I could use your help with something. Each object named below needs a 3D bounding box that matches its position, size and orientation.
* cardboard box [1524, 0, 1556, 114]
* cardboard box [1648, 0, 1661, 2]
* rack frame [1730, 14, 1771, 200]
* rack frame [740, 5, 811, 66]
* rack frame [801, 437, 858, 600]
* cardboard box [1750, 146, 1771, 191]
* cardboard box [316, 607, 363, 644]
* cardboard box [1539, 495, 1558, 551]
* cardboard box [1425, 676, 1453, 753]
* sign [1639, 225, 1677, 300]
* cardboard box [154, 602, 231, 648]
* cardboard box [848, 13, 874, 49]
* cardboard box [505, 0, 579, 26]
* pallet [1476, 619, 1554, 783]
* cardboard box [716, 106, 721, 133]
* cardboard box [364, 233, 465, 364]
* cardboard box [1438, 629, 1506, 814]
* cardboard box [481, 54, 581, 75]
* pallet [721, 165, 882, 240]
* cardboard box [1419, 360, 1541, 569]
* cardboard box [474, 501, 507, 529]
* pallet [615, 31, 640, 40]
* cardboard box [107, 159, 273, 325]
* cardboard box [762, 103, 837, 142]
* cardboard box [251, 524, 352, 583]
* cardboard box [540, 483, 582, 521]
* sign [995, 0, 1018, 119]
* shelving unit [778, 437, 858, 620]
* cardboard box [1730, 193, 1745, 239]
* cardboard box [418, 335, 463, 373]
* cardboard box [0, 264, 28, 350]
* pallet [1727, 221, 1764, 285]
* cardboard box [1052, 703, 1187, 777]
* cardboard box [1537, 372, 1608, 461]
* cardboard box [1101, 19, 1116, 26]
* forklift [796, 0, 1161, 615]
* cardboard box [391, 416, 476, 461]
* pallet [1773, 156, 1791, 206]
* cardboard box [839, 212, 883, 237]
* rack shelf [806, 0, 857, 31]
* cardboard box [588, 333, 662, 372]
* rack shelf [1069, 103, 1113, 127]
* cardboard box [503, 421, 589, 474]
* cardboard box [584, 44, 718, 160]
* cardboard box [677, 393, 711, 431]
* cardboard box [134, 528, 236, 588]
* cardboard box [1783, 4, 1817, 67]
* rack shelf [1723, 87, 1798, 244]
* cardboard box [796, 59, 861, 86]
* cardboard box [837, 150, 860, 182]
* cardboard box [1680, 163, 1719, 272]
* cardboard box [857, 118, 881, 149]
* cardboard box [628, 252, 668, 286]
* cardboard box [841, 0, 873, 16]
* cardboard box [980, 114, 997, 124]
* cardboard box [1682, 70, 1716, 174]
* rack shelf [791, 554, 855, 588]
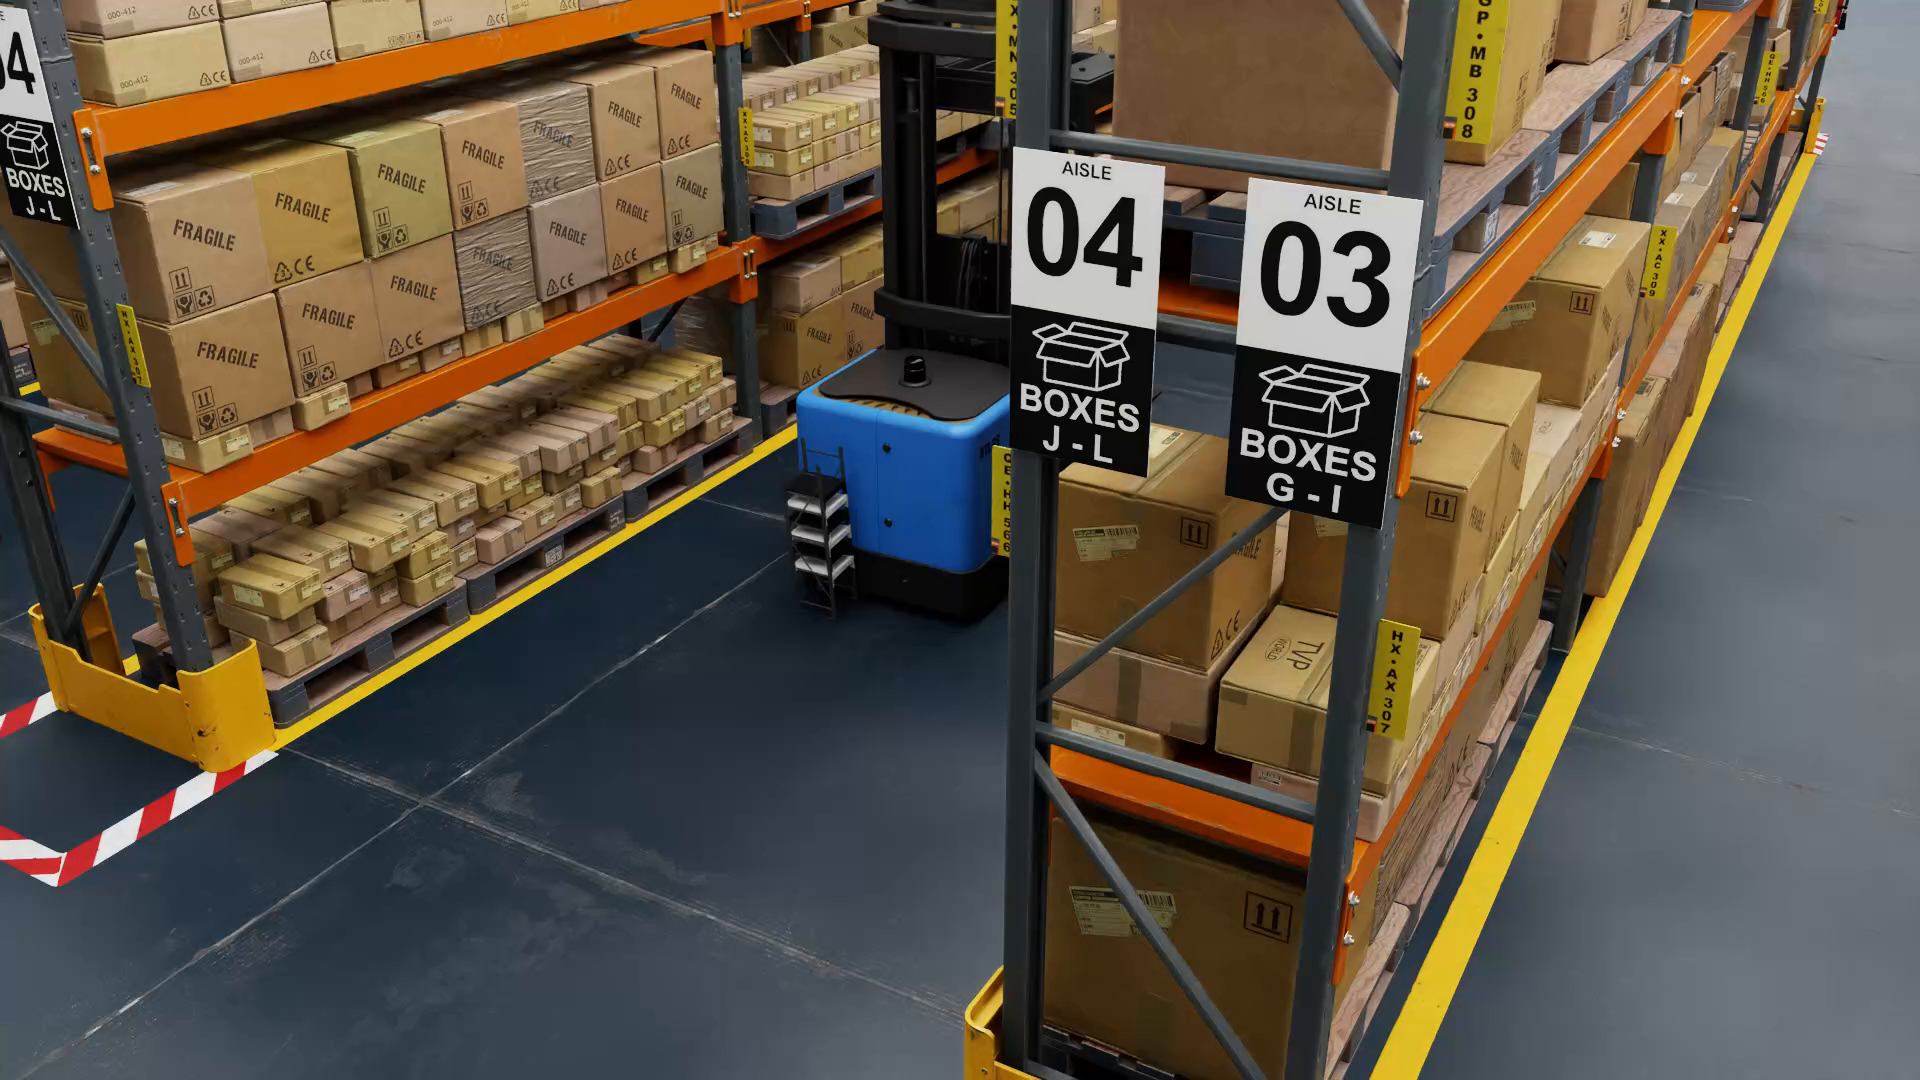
[{"bbox_3d":[1.400,-1.589,5.030,0.700,0.500,0.500,12,29,23],"label":"cardboard box"},{"bbox_3d":[2.842,-2.712,7.385,0.700,0.500,0.500,15,30,27],"label":"cardboard box"},{"bbox_3d":[4.533,-2.469,10.831,1.000,3.000,0.127,14,30,26],"label":"rack frame"},{"bbox_3d":[-2.127,-6.210,18.305,1.000,3.000,0.127,14,30,26],"label":"rack frame"},{"bbox_3d":[-0.658,-0.098,8.396,0.240,0.900,0.006,14,36,25],"label":"rack frame"},{"bbox_3d":[7.007,-3.470,15.154,0.500,0.500,0.500,-22,34,-37],"label":"cardboard box"},{"bbox_3d":[-3.077,0.351,7.914,0.380,0.149,0.250,14,30,26],"label":"cardboard box"},{"bbox_3d":[2.068,-0.106,6.391,0.380,0.149,0.250,14,30,25],"label":"cardboard box"},{"bbox_3d":[1.310,0.495,5.190,0.380,0.149,0.250,13,30,25],"label":"cardboard box"},{"bbox_3d":[3.049,-1.211,7.262,0.100,0.325,0.005,14,30,26],"label":"sign"},{"bbox_3d":[-3.594,0.353,7.909,0.380,0.149,0.250,15,30,27],"label":"cardboard box"},{"bbox_3d":[-1.349,-5.885,19.421,0.500,0.500,0.500,16,31,28],"label":"cardboard box"},{"bbox_3d":[-2.215,-2.675,8.059,0.500,0.250,0.500,14,30,25],"label":"cardboard box"},{"bbox_3d":[2.123,0.616,7.784,1.003,0.211,1.213,14,30,26],"label":"pallet"},{"bbox_3d":[-1.676,-2.583,10.205,0.380,0.149,0.250,16,31,28],"label":"cardboard box"},{"bbox_3d":[-2.717,-1.177,7.806,0.500,0.500,0.500,15,30,27],"label":"cardboard box"},{"bbox_3d":[1.728,0.443,6.919,0.875,0.875,0.875,14,30,26],"label":"cardboard box"},{"bbox_3d":[-2.379,-2.339,9.010,0.500,0.500,0.500,13,29,25],"label":"cardboard box"},{"bbox_3d":[-1.201,-2.222,10.551,1.003,0.211,1.213,14,30,26],"label":"pallet"},{"bbox_3d":[1.564,-0.278,5.452,0.500,0.500,0.500,13,30,25],"label":"cardboard box"},{"bbox_3d":[-2.597,-0.201,8.683,0.380,0.149,0.250,16,31,29],"label":"cardboard box"},{"bbox_3d":[-3.837,-4.867,15.835,1.213,0.211,1.003,14,30,26],"label":"pallet"},{"bbox_3d":[-3.219,-1.224,6.783,0.500,0.500,0.500,14,30,26],"label":"cardboard box"},{"bbox_3d":[-0.978,-2.545,10.131,0.380,0.149,0.250,15,30,27],"label":"cardboard box"},{"bbox_3d":[-3.087,0.075,7.800,0.380,0.149,0.250,15,30,27],"label":"cardboard box"},{"bbox_3d":[-2.296,-0.236,9.087,0.380,0.149,0.250,15,30,27],"label":"cardboard box"},{"bbox_3d":[0.132,-1.178,4.000,0.100,0.325,0.005,14,30,26],"label":"sign"},{"bbox_3d":[-0.706,-0.049,8.322,0.258,0.900,0.210,14,36,25],"label":"shelving unit"},{"bbox_3d":[6.180,-2.872,13.938,0.700,0.500,0.500,12,29,22],"label":"cardboard box"},{"bbox_3d":[-2.650,-0.947,8.072,0.380,0.149,0.250,14,30,25],"label":"cardboard box"},{"bbox_3d":[-6.905,-1.564,11.417,0.875,0.438,0.875,13,29,25],"label":"cardboard box"},{"bbox_3d":[6.119,-2.477,13.963,1.003,0.211,1.213,14,30,26],"label":"pallet"},{"bbox_3d":[0.486,0.550,5.081,0.380,0.149,0.250,15,30,27],"label":"cardboard box"},{"bbox_3d":[2.324,-0.544,6.821,0.500,0.250,0.500,15,30,28],"label":"cardboard box"},{"bbox_3d":[1.216,-4.156,14.090,0.500,0.500,0.500,14,30,26],"label":"cardboard box"},{"bbox_3d":[0.295,-1.560,9.092,1.130,2.935,3.031,13,30,25],"label":"forklift"},{"bbox_3d":[-2.844,-0.529,9.006,0.380,0.149,0.250,14,30,26],"label":"cardboard box"},{"bbox_3d":[7.399,-3.528,16.061,1.003,0.211,1.213,14,30,26],"label":"pallet"},{"bbox_3d":[-0.596,-2.083,11.545,0.500,0.250,0.500,15,30,28],"label":"cardboard box"},{"bbox_3d":[-1.144,-6.668,20.023,1.077,0.370,4.000,14,30,26],"label":"rack shelf"},{"bbox_3d":[-2.053,-1.132,10.211,0.380,0.149,0.250,16,31,28],"label":"cardboard box"},{"bbox_3d":[1.248,-4.058,14.810,1.077,0.370,4.000,14,30,26],"label":"rack shelf"},{"bbox_3d":[-2.230,-0.500,8.949,0.380,0.149,0.250,13,29,24],"label":"cardboard box"},{"bbox_3d":[-1.699,-2.424,9.180,0.500,0.500,0.500,13,29,24],"label":"cardboard box"},{"bbox_3d":[-1.704,-0.787,9.854,0.380,0.149,0.250,13,29,24],"label":"cardboard box"},{"bbox_3d":[-3.632,0.076,7.798,0.380,0.149,0.250,15,30,27],"label":"cardboard box"},{"bbox_3d":[6.776,-4.367,14.179,0.875,0.500,0.500,14,30,26],"label":"cardboard box"},{"bbox_3d":[5.517,-2.927,12.549,1.077,0.370,4.000,14,30,26],"label":"rack shelf"},{"bbox_3d":[-0.903,-3.196,11.430,0.380,0.149,0.250,14,30,25],"label":"cardboard box"},{"bbox_3d":[-0.852,-2.375,10.455,0.380,0.149,0.250,14,30,26],"label":"cardboard box"},{"bbox_3d":[4.003,-1.871,9.524,0.500,0.500,0.500,13,29,24],"label":"cardboard box"},{"bbox_3d":[-0.730,-2.606,10.584,0.380,0.149,0.250,13,29,24],"label":"cardboard box"},{"bbox_3d":[-1.856,-1.551,9.278,0.380,0.149,0.250,15,30,28],"label":"cardboard box"},{"bbox_3d":[-1.237,-6.200,19.325,0.380,0.149,0.250,15,30,28],"label":"cardboard box"},{"bbox_3d":[0.046,-3.089,11.882,0.380,0.149,0.250,14,30,25],"label":"cardboard box"},{"bbox_3d":[3.836,-2.427,9.516,0.797,0.503,0.637,15,30,27],"label":"cardboard box"},{"bbox_3d":[-0.695,0.132,8.435,0.258,0.077,0.200,14,36,25],"label":"rack shelf"}]
